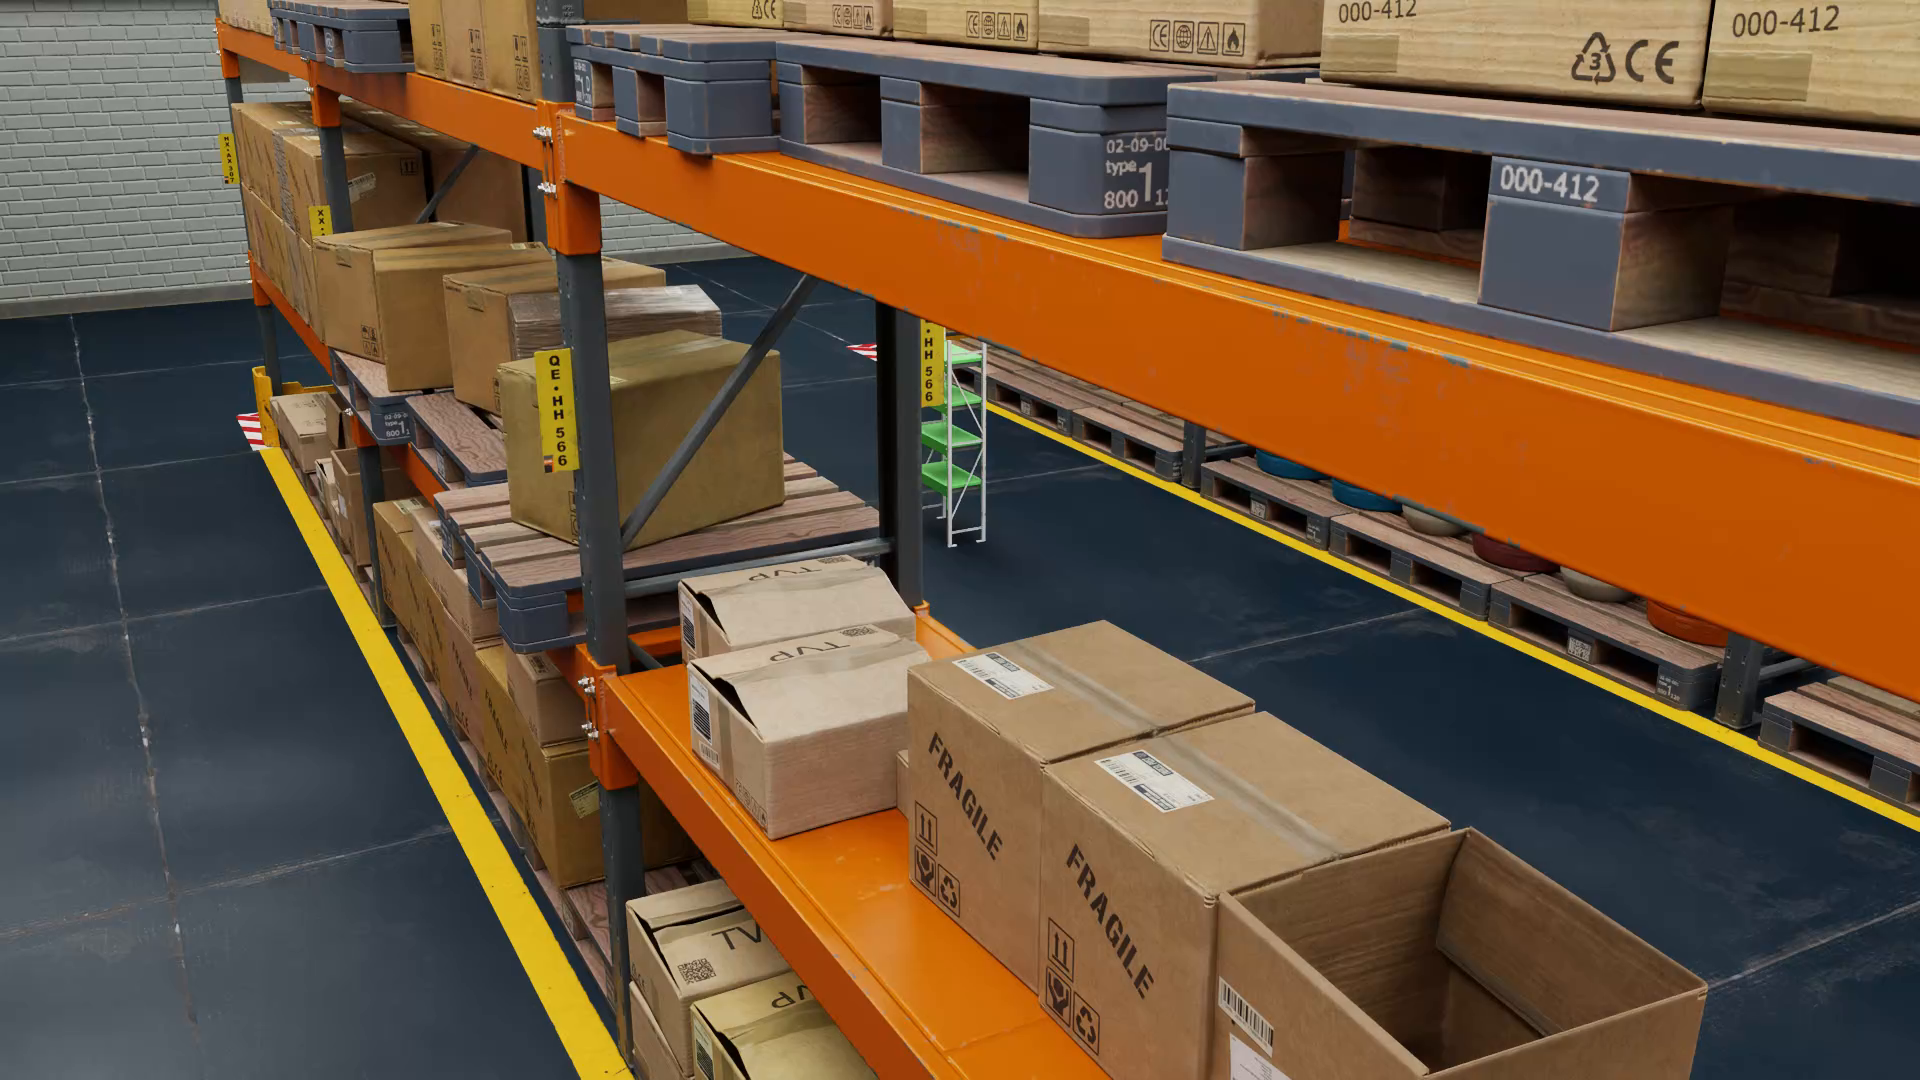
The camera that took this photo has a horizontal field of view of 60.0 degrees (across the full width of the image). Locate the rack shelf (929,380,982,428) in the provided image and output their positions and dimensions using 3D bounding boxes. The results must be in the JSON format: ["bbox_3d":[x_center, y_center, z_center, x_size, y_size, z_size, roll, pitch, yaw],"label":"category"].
[{"bbox_3d":[-0.079,-0.781,9.516,0.258,0.148,0.480,-10,21,-27],"label":"rack shelf"}]

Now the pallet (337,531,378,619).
[{"bbox_3d":[-2.803,0.059,9.137,1.003,0.211,1.213,-10,21,-27],"label":"pallet"}]

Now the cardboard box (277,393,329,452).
[{"bbox_3d":[-4.131,-0.775,10.819,0.500,0.250,0.500,-10,21,-27],"label":"cardboard box"}]

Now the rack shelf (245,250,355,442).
[{"bbox_3d":[-3.428,-1.296,9.891,1.077,0.370,4.000,-10,21,-27],"label":"rack shelf"}]

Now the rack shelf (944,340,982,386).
[{"bbox_3d":[-0.079,-1.008,9.438,0.258,0.148,0.480,-10,21,-27],"label":"rack shelf"}]

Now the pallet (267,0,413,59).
[{"bbox_3d":[-2.230,-2.193,7.077,1.213,0.211,1.003,-10,21,-27],"label":"pallet"}]

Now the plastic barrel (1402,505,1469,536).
[{"bbox_3d":[2.652,-0.312,9.109,0.421,0.512,0.421,0,19,0],"label":"plastic barrel"}]

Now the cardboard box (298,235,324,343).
[{"bbox_3d":[-3.187,-1.361,8.823,0.500,0.500,0.500,-9,21,-25],"label":"cardboard box"}]

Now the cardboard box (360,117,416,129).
[{"bbox_3d":[-3.189,-2.204,9.735,0.500,0.500,0.500,-9,21,-25],"label":"cardboard box"}]

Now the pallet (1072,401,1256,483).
[{"bbox_3d":[1.500,-0.715,11.380,1.003,0.211,1.213,-10,21,-27],"label":"pallet"}]

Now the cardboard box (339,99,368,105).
[{"bbox_3d":[-3.924,-2.645,11.012,0.500,0.500,0.500,-10,22,-27],"label":"cardboard box"}]

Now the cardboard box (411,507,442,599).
[{"bbox_3d":[-1.988,0.021,6.980,0.500,0.250,0.500,-10,21,-27],"label":"cardboard box"}]

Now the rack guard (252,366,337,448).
[{"bbox_3d":[-4.341,-1.007,11.782,1.175,0.500,0.348,-10,21,-27],"label":"rack guard"}]

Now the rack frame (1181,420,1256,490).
[{"bbox_3d":[1.883,-1.828,10.330,1.000,3.000,0.127,-10,21,-27],"label":"rack frame"}]

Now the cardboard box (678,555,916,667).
[{"bbox_3d":[-0.444,0.240,4.475,0.500,0.311,0.500,-9,21,-23],"label":"cardboard box"}]

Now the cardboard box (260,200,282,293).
[{"bbox_3d":[-3.913,-1.797,10.088,0.500,0.500,0.500,-10,21,-27],"label":"cardboard box"}]

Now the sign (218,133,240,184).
[{"bbox_3d":[-4.855,-2.535,11.053,0.100,0.325,0.005,-10,21,-27],"label":"sign"}]

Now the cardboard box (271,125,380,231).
[{"bbox_3d":[-3.431,-1.978,9.079,0.500,0.500,0.500,-10,21,-26],"label":"cardboard box"}]

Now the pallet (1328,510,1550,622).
[{"bbox_3d":[2.796,0.069,9.108,1.003,0.211,1.213,-10,21,-27],"label":"pallet"}]

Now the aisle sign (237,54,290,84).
[{"bbox_3d":[-4.668,-3.413,10.939,0.394,0.787,0.004,-10,21,-27],"label":"aisle sign"}]

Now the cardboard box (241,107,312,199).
[{"bbox_3d":[-4.144,-2.413,10.339,0.500,0.500,0.500,-10,21,-26],"label":"cardboard box"}]

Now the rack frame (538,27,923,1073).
[{"bbox_3d":[-0.578,0.086,4.782,1.000,3.000,0.127,-10,21,-27],"label":"rack frame"}]

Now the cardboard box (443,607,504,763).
[{"bbox_3d":[-1.729,0.530,6.655,0.500,0.500,0.500,-11,22,-29],"label":"cardboard box"}]

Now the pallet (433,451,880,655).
[{"bbox_3d":[-0.962,-0.007,5.346,1.213,0.211,1.003,-10,21,-27],"label":"pallet"}]

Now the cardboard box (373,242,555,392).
[{"bbox_3d":[-2.067,-0.949,6.987,0.700,0.500,0.500,-6,20,-18],"label":"cardboard box"}]

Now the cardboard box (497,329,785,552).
[{"bbox_3d":[-0.977,-0.323,5.171,0.500,0.500,0.700,16,25,39],"label":"cardboard box"}]

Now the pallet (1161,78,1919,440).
[{"bbox_3d":[0.891,-0.344,1.725,0.805,0.209,1.217,-11,22,-29],"label":"pallet"}]

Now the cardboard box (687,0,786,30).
[{"bbox_3d":[-0.313,-1.338,3.897,0.500,0.250,0.500,-12,22,-31],"label":"cardboard box"}]

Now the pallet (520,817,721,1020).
[{"bbox_3d":[-0.900,1.184,5.875,1.003,0.211,1.213,-10,21,-27],"label":"pallet"}]

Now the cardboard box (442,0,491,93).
[{"bbox_3d":[-1.057,-1.645,5.049,0.910,0.500,0.500,-10,21,-27],"label":"cardboard box"}]

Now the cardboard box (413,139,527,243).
[{"bbox_3d":[-2.454,-1.761,8.449,0.500,0.500,0.500,-9,21,-25],"label":"cardboard box"}]

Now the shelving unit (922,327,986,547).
[{"bbox_3d":[-0.079,-0.615,9.573,0.258,1.200,0.503,-10,21,-27],"label":"shelving unit"}]

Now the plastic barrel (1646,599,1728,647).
[{"bbox_3d":[3.535,0.010,7.688,0.600,0.830,0.708,-10,21,-27],"label":"plastic barrel"}]

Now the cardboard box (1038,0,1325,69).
[{"bbox_3d":[0.467,-0.869,2.539,0.500,0.250,0.500,-12,22,-31],"label":"cardboard box"}]

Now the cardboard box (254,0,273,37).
[{"bbox_3d":[-3.416,-2.795,8.763,0.500,0.250,0.500,-10,21,-27],"label":"cardboard box"}]

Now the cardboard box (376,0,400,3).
[{"bbox_3d":[-1.966,-2.428,6.522,0.600,0.600,0.600,-10,22,-27],"label":"cardboard box"}]

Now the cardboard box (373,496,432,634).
[{"bbox_3d":[-2.463,0.088,7.934,0.500,0.500,0.500,-11,22,-29],"label":"cardboard box"}]

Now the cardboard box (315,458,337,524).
[{"bbox_3d":[-3.354,-0.334,9.447,0.500,0.311,0.500,-10,21,-27],"label":"cardboard box"}]

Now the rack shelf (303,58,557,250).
[{"bbox_3d":[-1.528,-1.566,6.074,1.077,0.370,4.000,-10,21,-27],"label":"rack shelf"}]

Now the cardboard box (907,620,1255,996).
[{"bbox_3d":[0.233,0.518,3.377,0.500,0.500,0.500,-11,22,-30],"label":"cardboard box"}]

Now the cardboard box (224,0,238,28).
[{"bbox_3d":[-4.131,-3.225,10.010,0.500,0.250,0.500,-10,21,-27],"label":"cardboard box"}]

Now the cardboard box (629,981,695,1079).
[{"bbox_3d":[-0.588,1.384,4.595,0.500,0.250,0.500,-10,21,-27],"label":"cardboard box"}]
